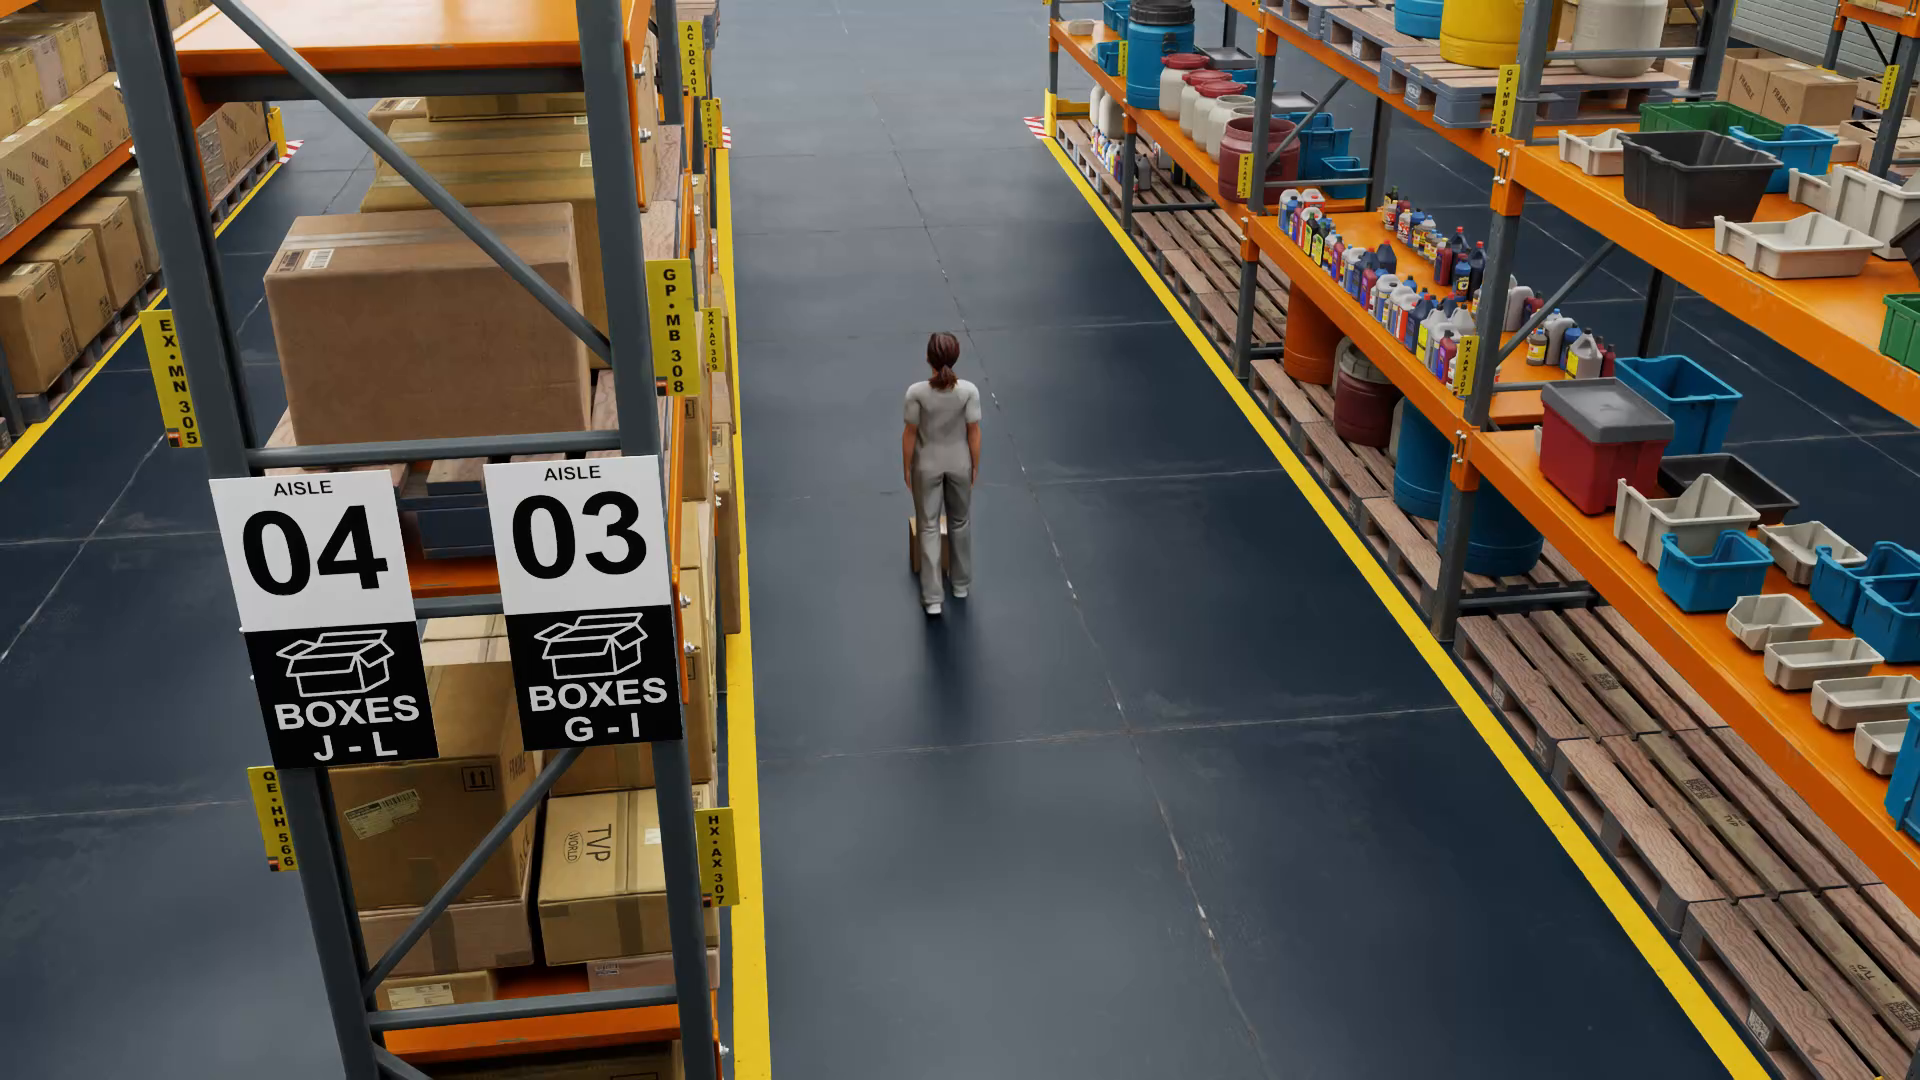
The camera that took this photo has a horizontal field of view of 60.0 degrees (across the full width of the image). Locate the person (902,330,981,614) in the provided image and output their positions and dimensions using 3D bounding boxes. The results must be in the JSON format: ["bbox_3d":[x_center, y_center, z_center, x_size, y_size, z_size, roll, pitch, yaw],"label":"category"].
[{"bbox_3d":[-0.109,-0.404,9.421,0.441,1.676,0.519,-3,27,-7],"label":"person"}]
